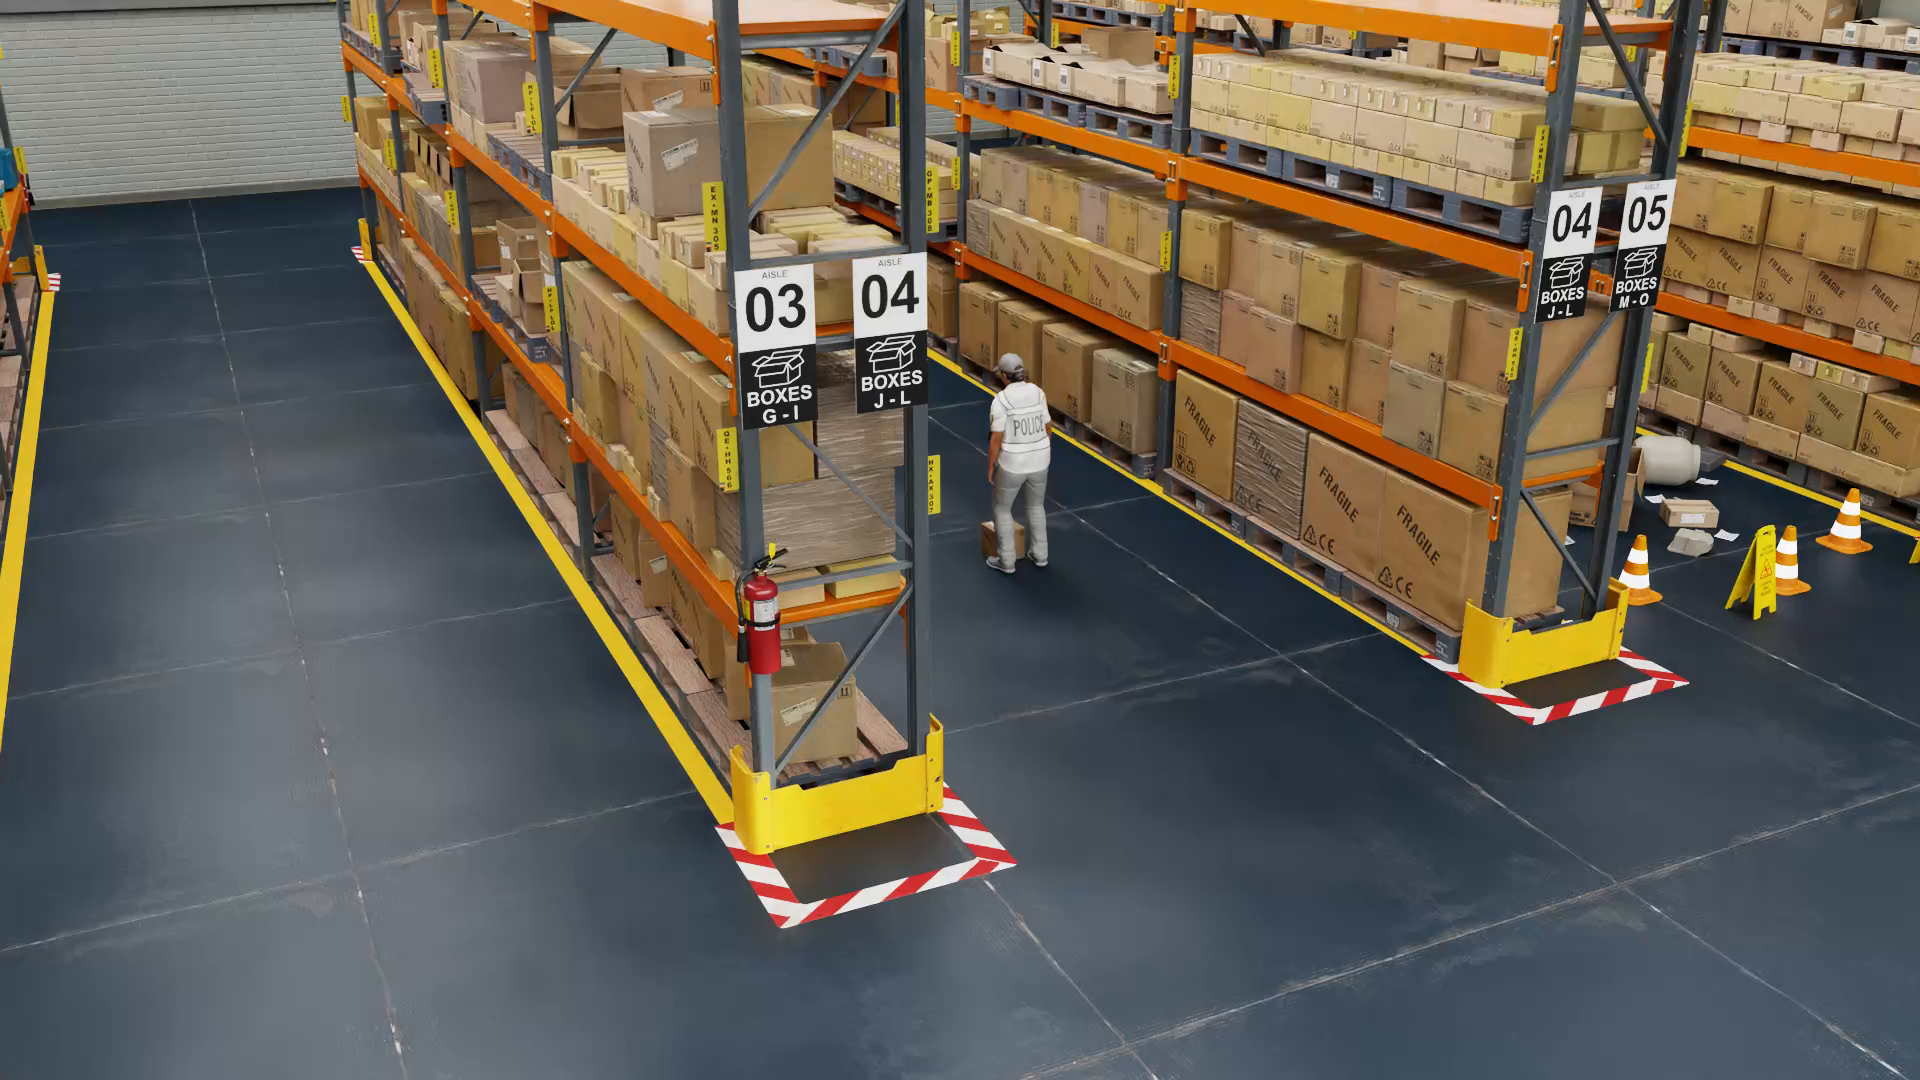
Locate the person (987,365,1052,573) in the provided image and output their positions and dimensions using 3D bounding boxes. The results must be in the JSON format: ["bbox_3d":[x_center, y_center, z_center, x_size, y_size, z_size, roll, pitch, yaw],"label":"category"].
[{"bbox_3d":[0.451,-0.558,12.370,0.551,1.650,0.402,-12,25,-26],"label":"person"}]
